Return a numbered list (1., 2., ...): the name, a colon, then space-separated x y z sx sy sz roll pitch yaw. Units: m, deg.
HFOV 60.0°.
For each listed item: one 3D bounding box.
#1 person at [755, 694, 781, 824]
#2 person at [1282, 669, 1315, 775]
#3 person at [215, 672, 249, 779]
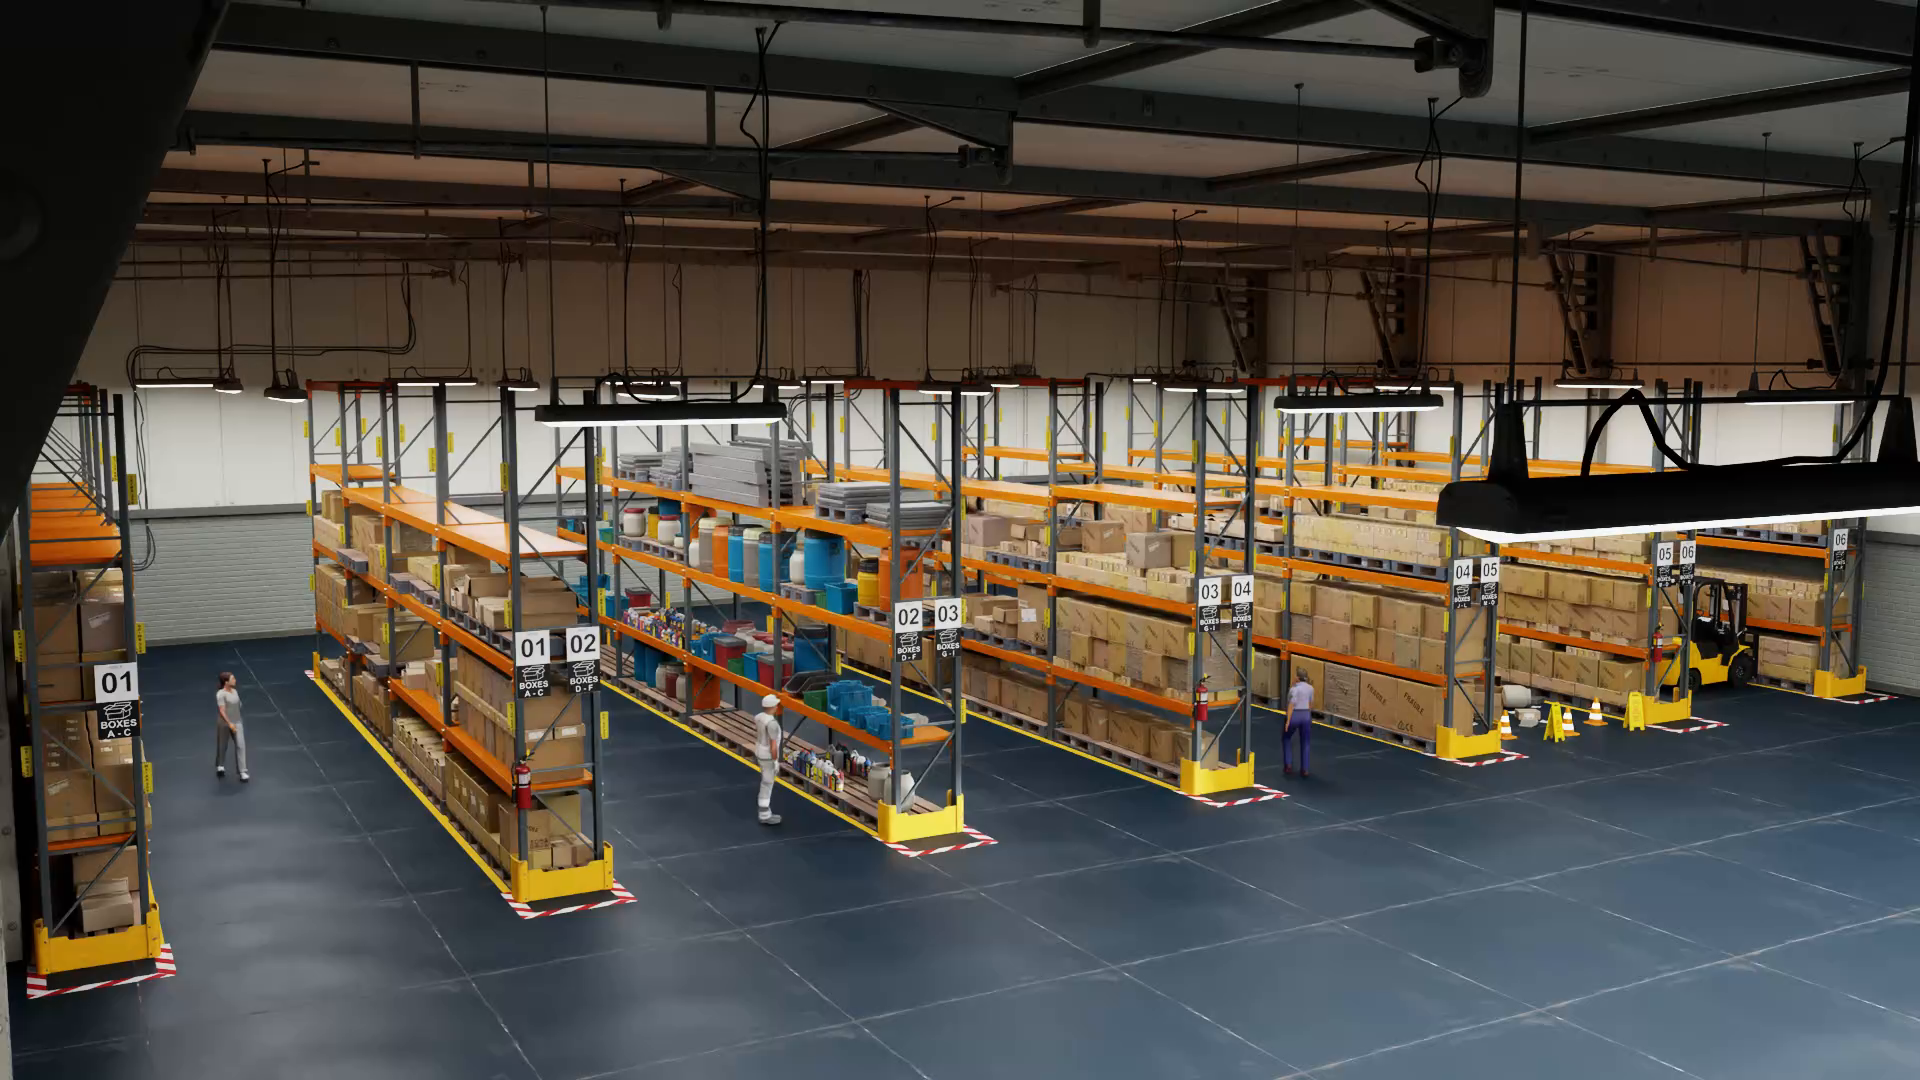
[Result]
1. person: -2.622 3.006 22.863 0.374 1.797 0.559 -2 6 -20
2. person: 5.220 2.809 25.632 0.479 1.705 0.582 0 6 4
3. person: -11.164 2.817 25.423 0.382 1.621 1.015 -5 8 -37
